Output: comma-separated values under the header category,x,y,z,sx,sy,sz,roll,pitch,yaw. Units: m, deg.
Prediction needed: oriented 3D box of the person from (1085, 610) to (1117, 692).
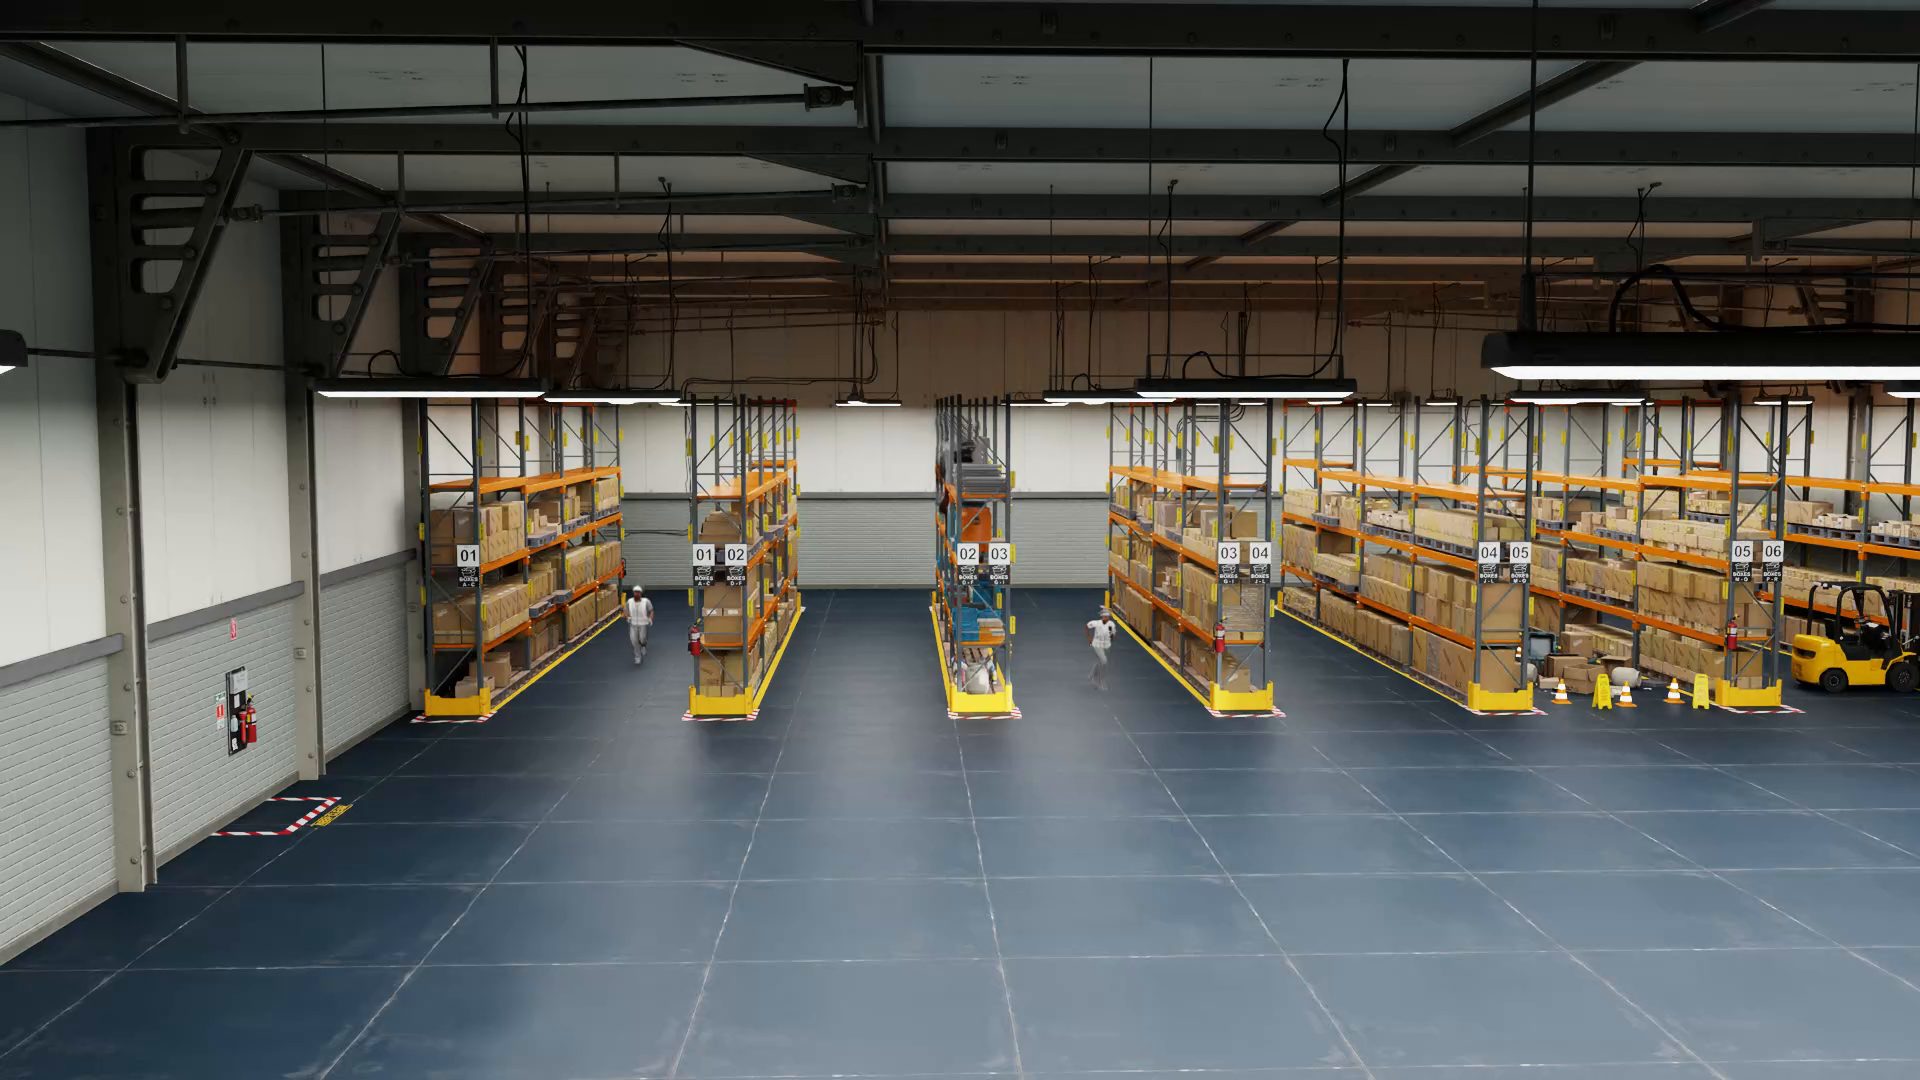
category,x,y,z,sx,sy,sz,roll,pitch,yaw
person,2.869,2.230,34.047,0.573,1.691,0.926,-2,5,-25

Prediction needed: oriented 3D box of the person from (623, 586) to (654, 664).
category,x,y,z,sx,sy,sz,roll,pitch,yaw
person,-7.265,1.910,37.525,0.685,1.737,0.603,0,5,-4
